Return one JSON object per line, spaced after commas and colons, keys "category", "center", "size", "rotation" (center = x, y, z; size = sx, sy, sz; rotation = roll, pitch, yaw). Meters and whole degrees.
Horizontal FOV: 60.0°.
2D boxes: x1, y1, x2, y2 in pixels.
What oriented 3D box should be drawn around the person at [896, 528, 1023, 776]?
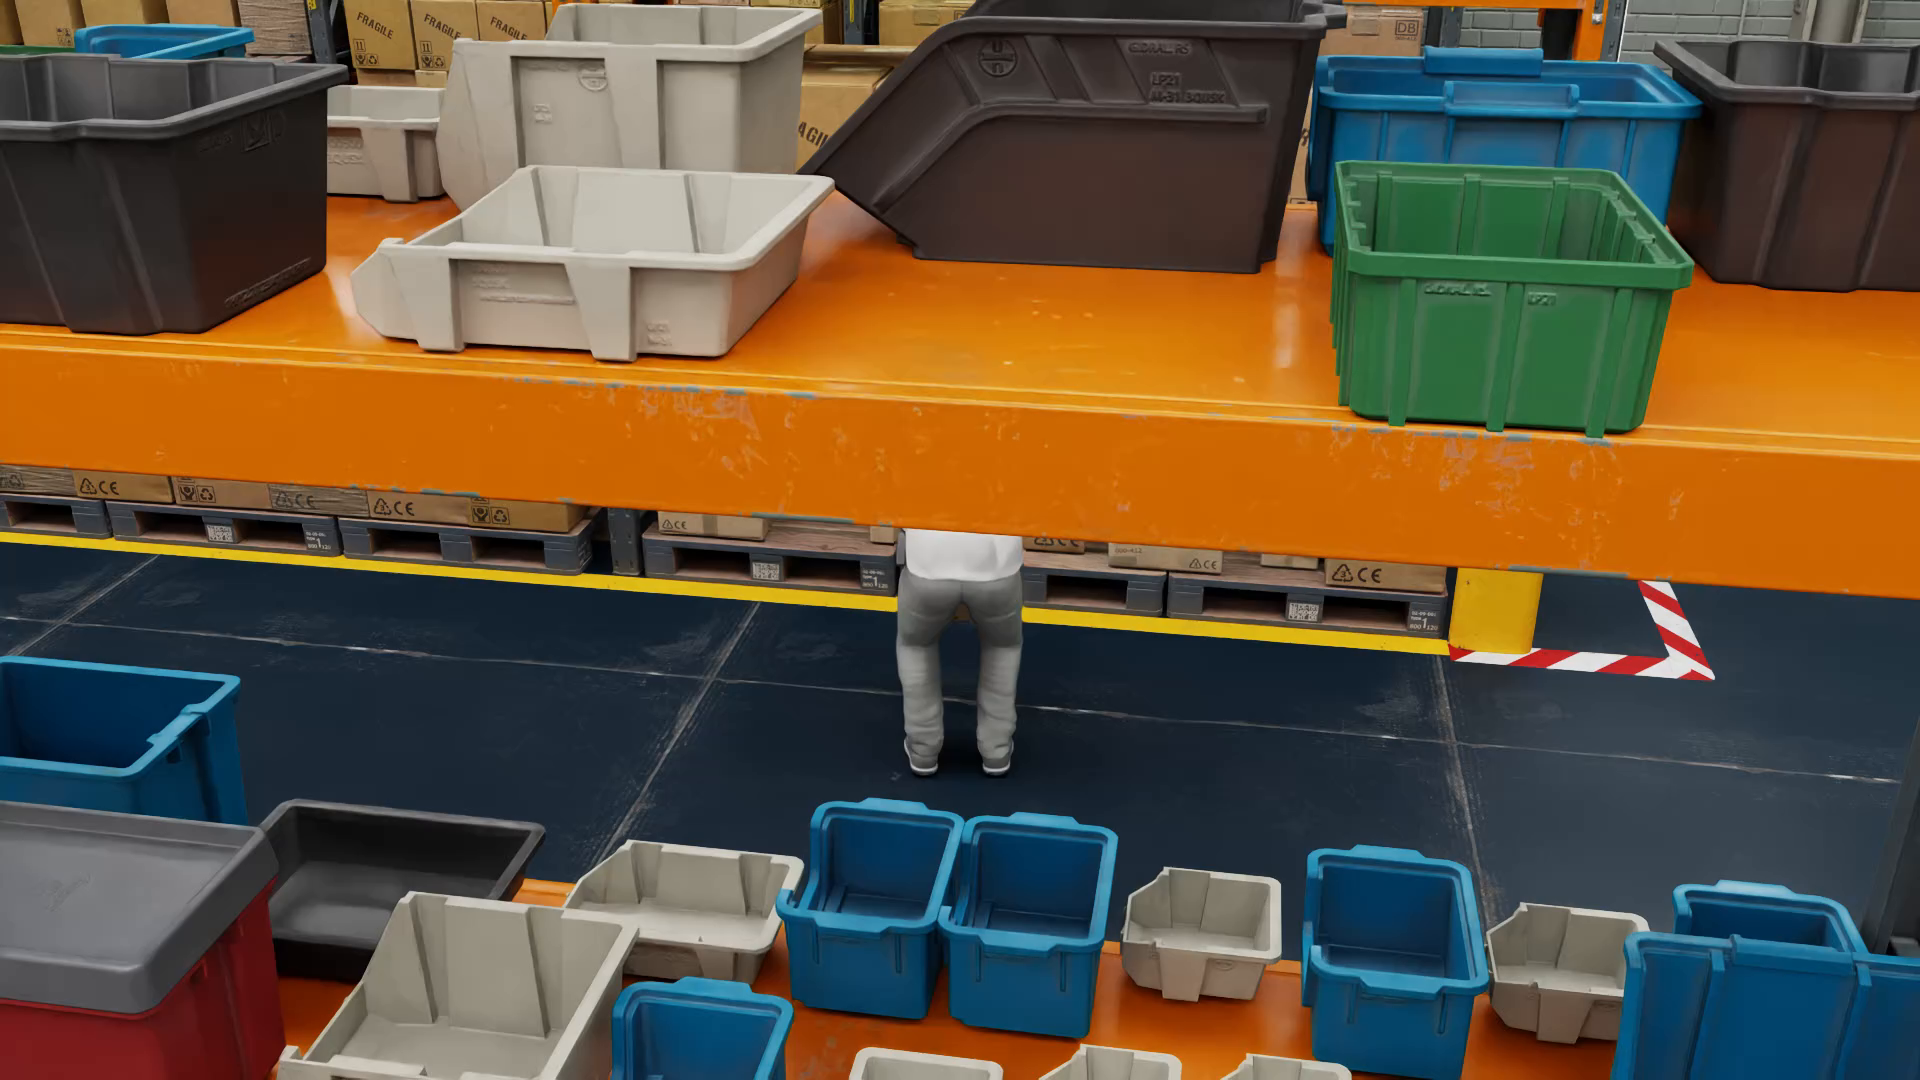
{"category": "person", "center": [-0.007, 0.128, 6.308], "size": [0.478, 1.351, 0.995], "rotation": [-1, 25, -2]}
